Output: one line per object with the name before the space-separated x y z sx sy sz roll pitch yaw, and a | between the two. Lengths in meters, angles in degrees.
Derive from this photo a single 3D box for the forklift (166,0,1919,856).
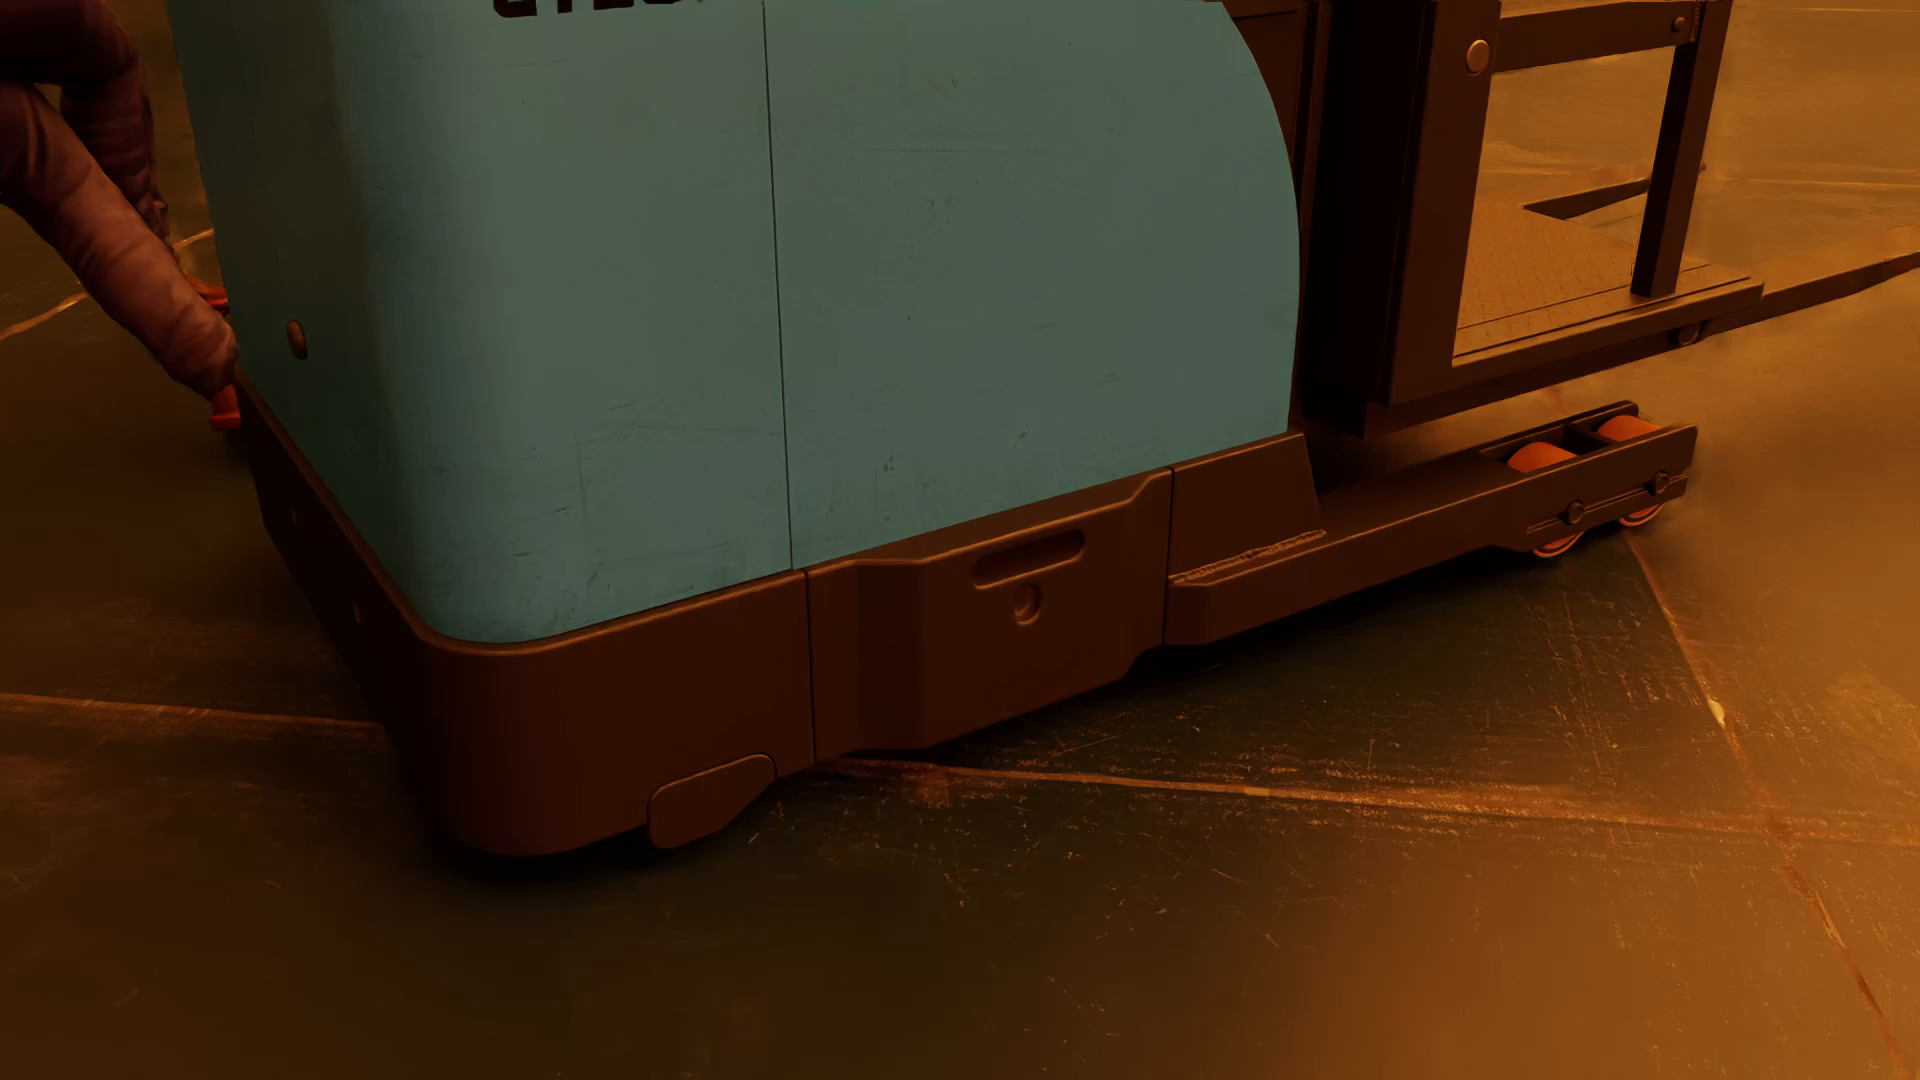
forklift | 0.514 -1.468 2.159 3.031 2.935 1.130 -16 31 -29

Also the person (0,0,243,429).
person | -1.473 -0.964 2.837 0.918 1.406 0.910 0 27 1
